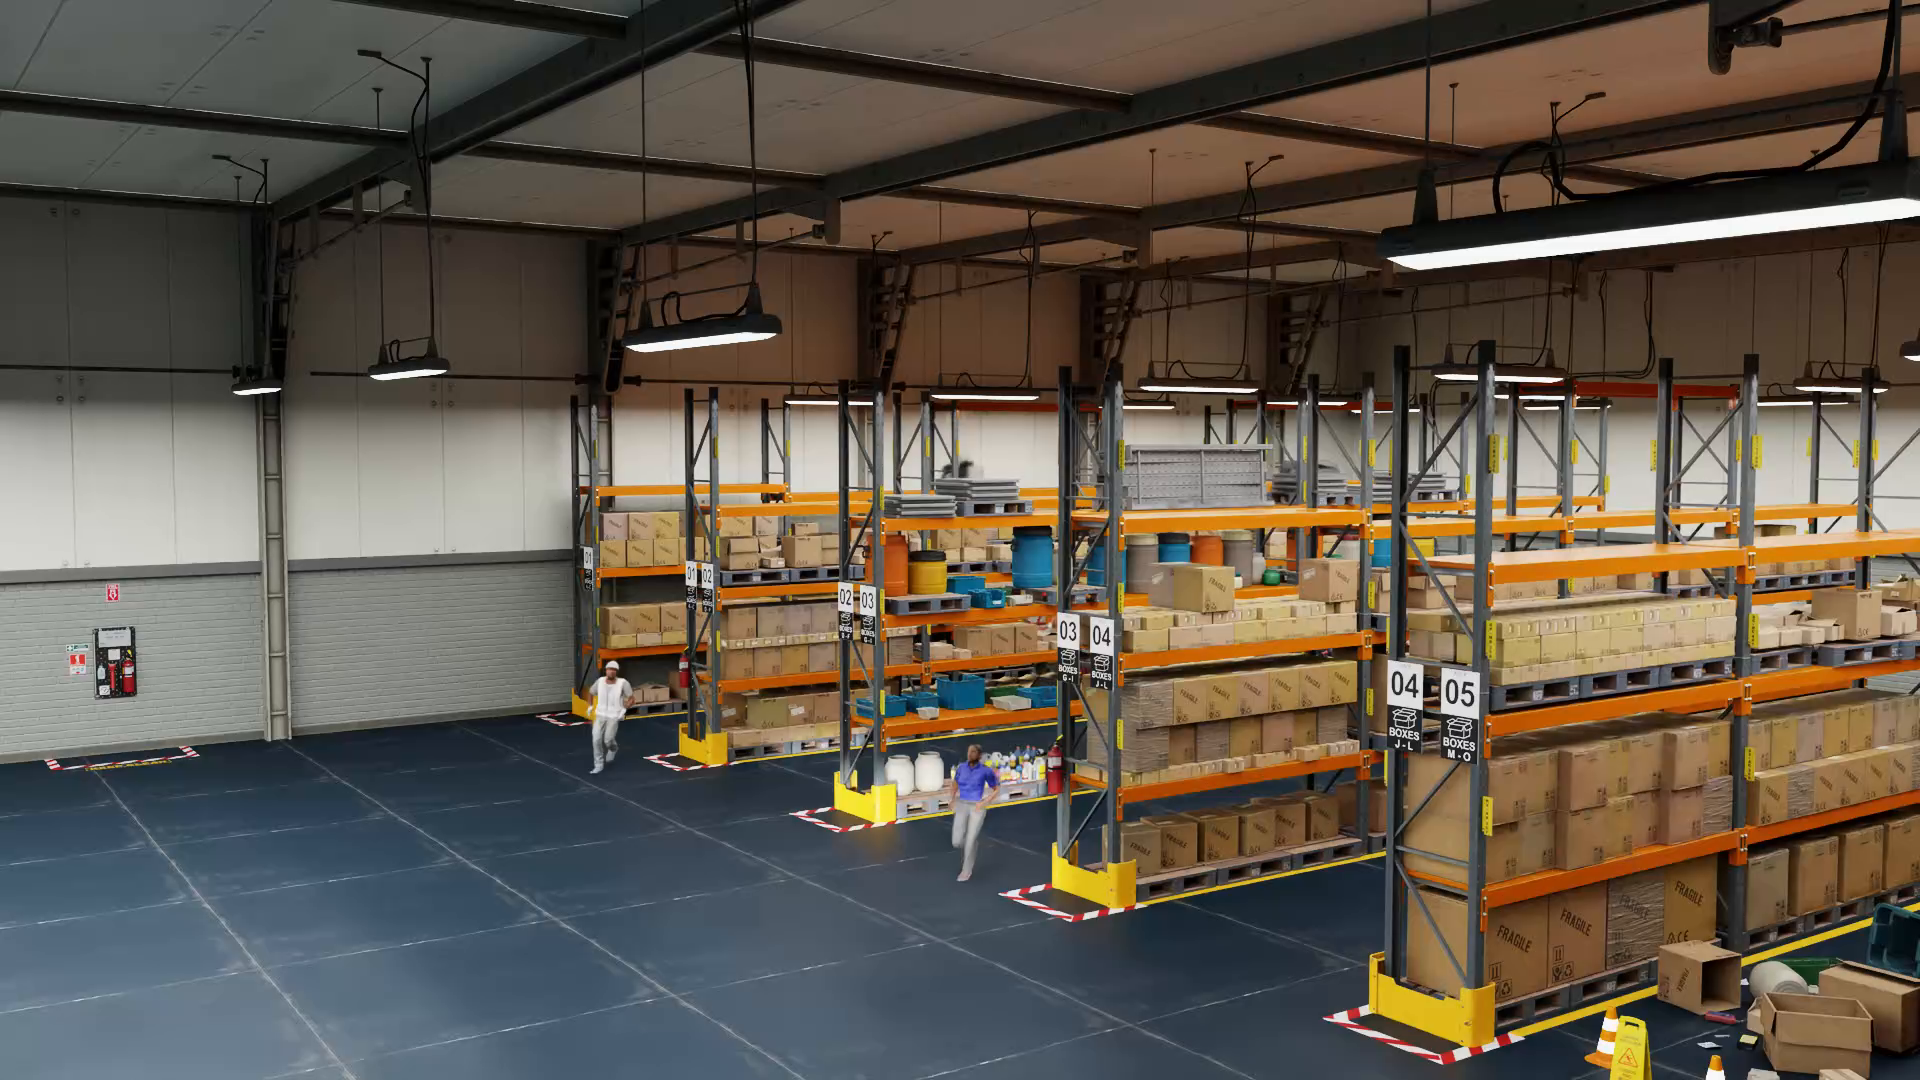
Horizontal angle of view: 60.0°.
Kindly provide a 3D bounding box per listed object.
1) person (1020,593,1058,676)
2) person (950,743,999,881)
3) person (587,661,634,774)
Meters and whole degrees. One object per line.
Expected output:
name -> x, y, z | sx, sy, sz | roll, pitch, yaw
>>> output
person -> 1.558, 1.944, 34.141 | 0.728, 1.873, 0.659 | -3, 4, -39
person -> 0.177, 3.189, 19.642 | 0.604, 1.616, 0.548 | 2, 4, 25
person -> -5.468, 2.747, 25.980 | 0.736, 1.736, 0.644 | 0, 3, 4
